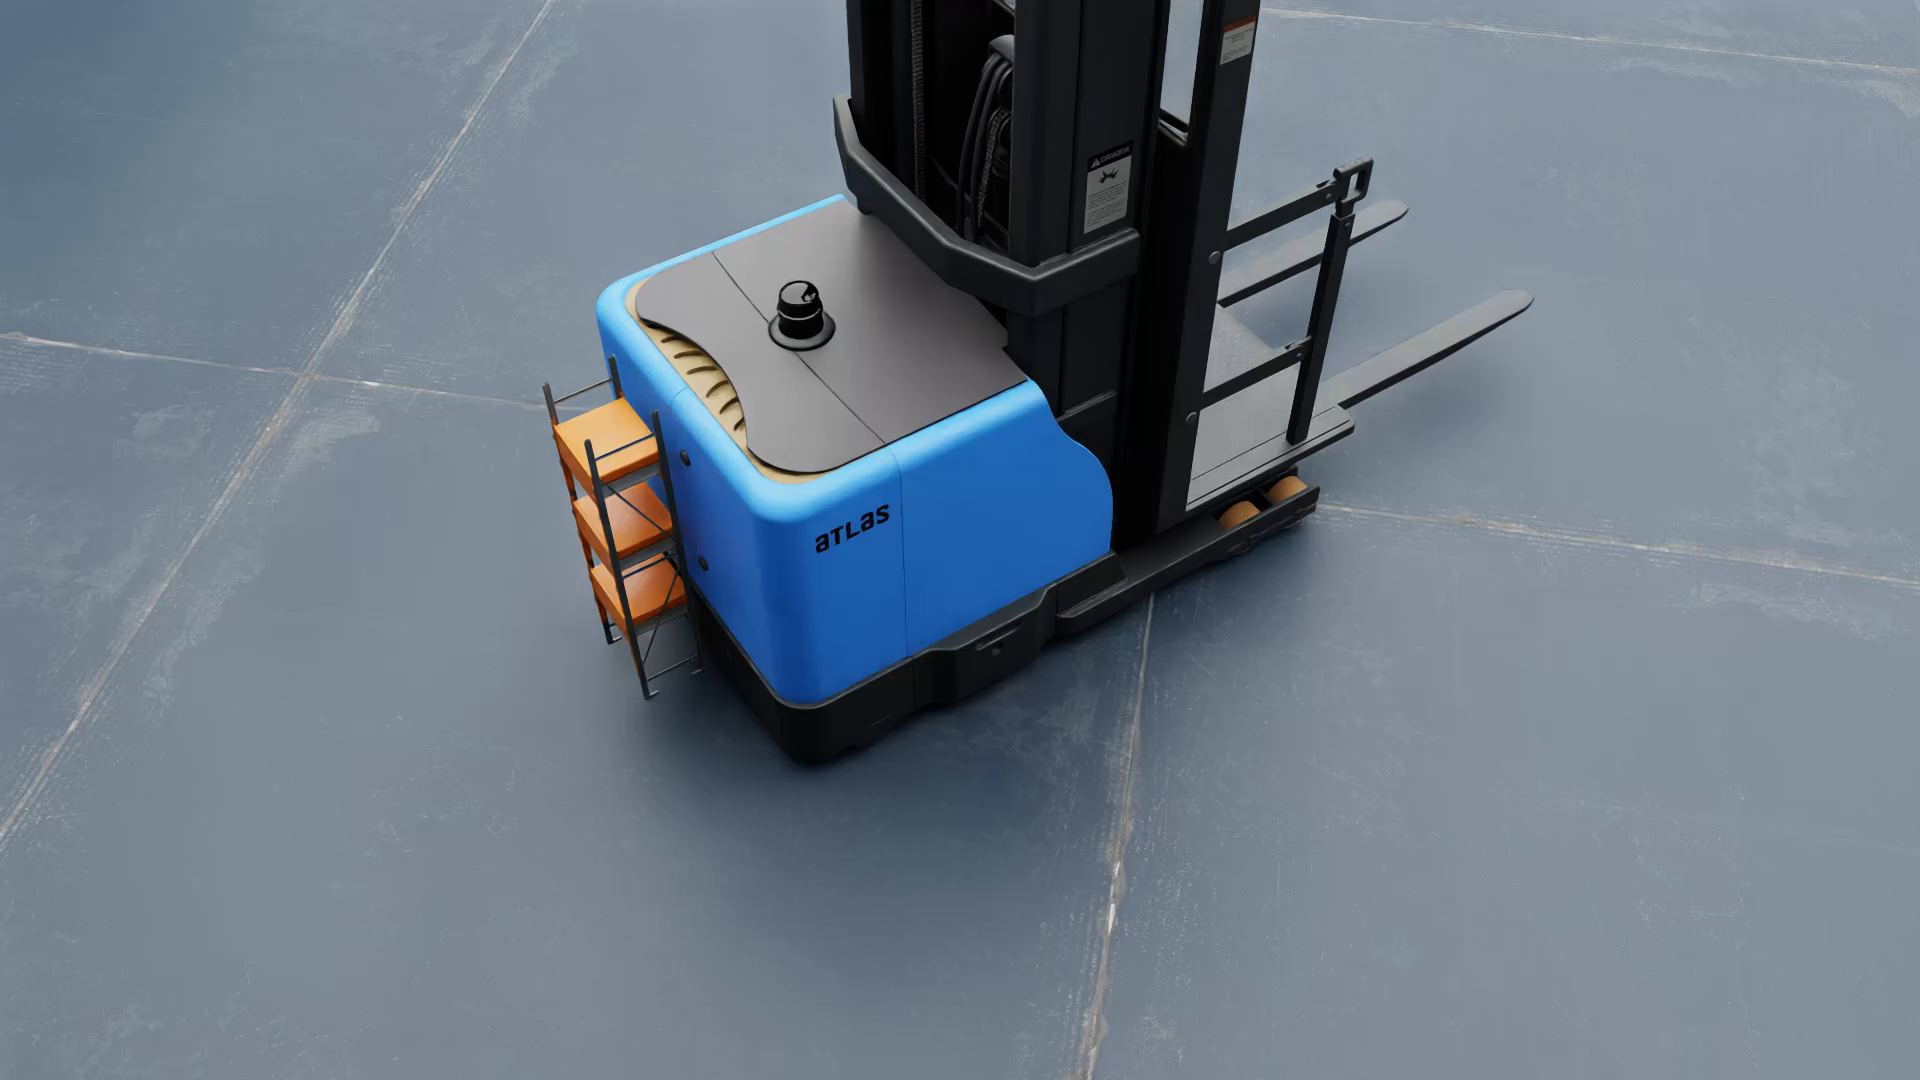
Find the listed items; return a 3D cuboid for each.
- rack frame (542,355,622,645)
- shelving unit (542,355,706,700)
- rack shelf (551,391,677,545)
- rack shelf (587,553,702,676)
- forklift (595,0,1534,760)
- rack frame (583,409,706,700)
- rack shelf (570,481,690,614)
[{"bbox_3d":[-0.970,-0.081,4.617,0.200,1.050,0.008,-26,53,-22],"label":"rack frame"},{"bbox_3d":[-0.902,-0.006,4.549,0.215,1.050,0.252,-26,53,-22],"label":"shelving unit"},{"bbox_3d":[-0.902,-0.188,4.346,0.215,0.259,0.240,-26,53,-22],"label":"rack shelf"},{"bbox_3d":[-0.902,0.187,4.764,0.215,0.259,0.240,-26,53,-22],"label":"rack shelf"},{"bbox_3d":[0.525,-1.240,4.394,3.031,2.935,1.130,-26,53,-22],"label":"forklift"},{"bbox_3d":[-0.834,0.070,4.482,0.200,1.050,0.008,-26,53,-22],"label":"rack frame"},{"bbox_3d":[-0.902,0.001,4.557,0.215,0.259,0.240,-26,53,-22],"label":"rack shelf"}]
